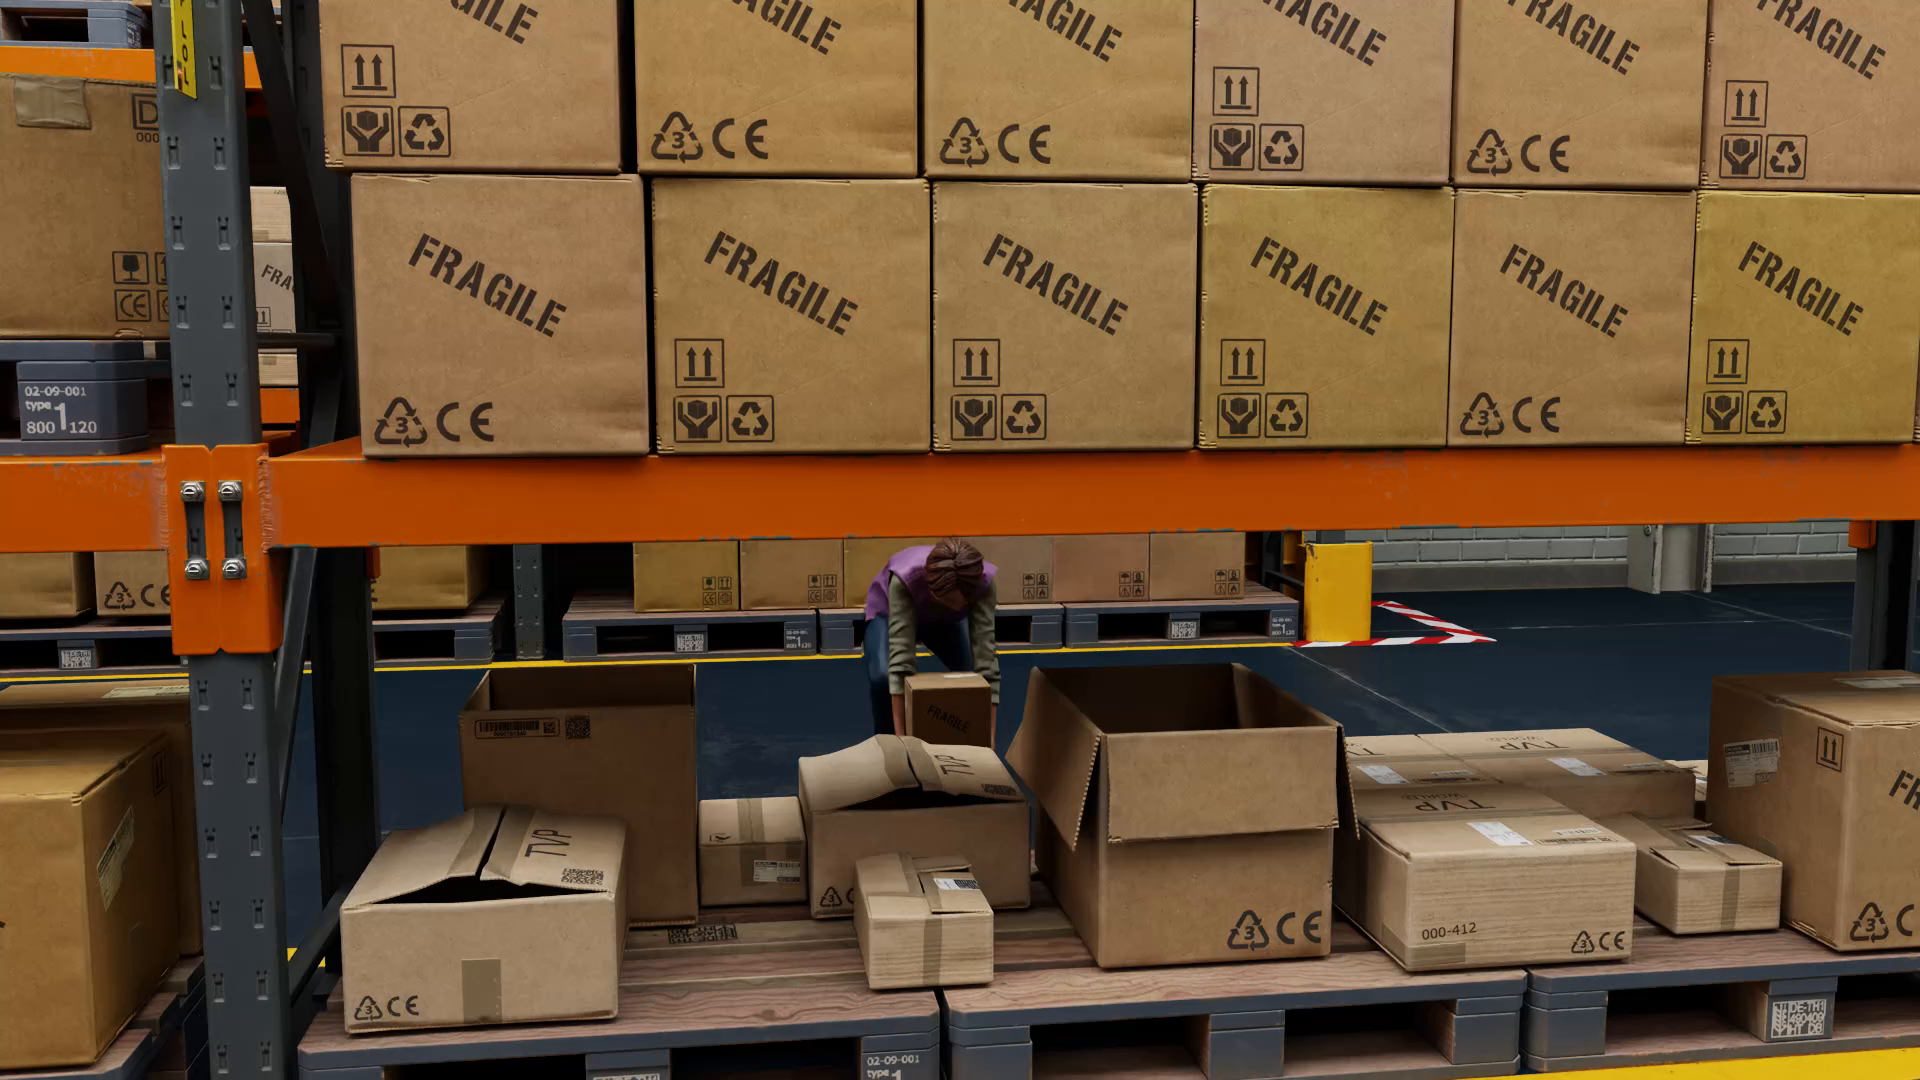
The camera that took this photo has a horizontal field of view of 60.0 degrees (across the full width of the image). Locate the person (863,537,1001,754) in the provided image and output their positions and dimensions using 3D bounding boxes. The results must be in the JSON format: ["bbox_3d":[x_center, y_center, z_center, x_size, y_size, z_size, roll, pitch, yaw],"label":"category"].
[{"bbox_3d":[-0.101,0.406,5.575,0.422,0.900,0.840,-1,7,-11],"label":"person"}]
